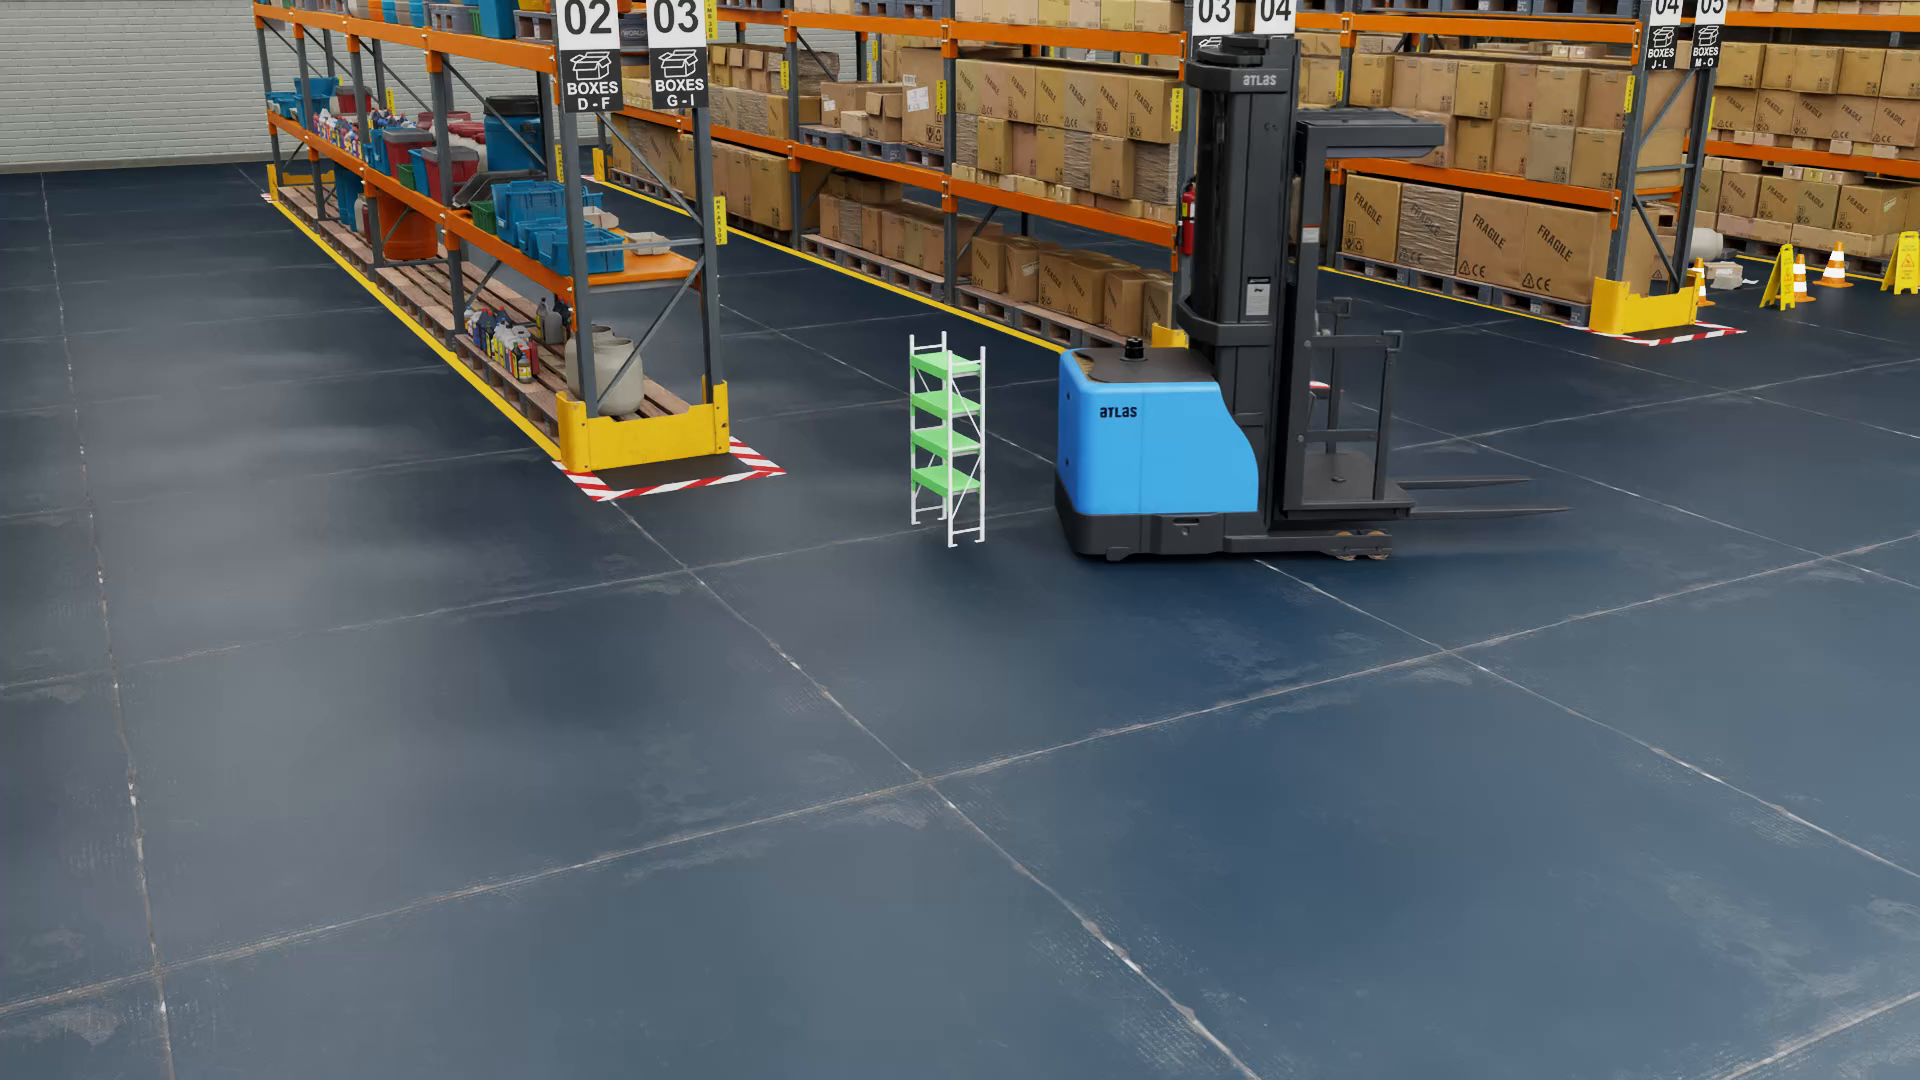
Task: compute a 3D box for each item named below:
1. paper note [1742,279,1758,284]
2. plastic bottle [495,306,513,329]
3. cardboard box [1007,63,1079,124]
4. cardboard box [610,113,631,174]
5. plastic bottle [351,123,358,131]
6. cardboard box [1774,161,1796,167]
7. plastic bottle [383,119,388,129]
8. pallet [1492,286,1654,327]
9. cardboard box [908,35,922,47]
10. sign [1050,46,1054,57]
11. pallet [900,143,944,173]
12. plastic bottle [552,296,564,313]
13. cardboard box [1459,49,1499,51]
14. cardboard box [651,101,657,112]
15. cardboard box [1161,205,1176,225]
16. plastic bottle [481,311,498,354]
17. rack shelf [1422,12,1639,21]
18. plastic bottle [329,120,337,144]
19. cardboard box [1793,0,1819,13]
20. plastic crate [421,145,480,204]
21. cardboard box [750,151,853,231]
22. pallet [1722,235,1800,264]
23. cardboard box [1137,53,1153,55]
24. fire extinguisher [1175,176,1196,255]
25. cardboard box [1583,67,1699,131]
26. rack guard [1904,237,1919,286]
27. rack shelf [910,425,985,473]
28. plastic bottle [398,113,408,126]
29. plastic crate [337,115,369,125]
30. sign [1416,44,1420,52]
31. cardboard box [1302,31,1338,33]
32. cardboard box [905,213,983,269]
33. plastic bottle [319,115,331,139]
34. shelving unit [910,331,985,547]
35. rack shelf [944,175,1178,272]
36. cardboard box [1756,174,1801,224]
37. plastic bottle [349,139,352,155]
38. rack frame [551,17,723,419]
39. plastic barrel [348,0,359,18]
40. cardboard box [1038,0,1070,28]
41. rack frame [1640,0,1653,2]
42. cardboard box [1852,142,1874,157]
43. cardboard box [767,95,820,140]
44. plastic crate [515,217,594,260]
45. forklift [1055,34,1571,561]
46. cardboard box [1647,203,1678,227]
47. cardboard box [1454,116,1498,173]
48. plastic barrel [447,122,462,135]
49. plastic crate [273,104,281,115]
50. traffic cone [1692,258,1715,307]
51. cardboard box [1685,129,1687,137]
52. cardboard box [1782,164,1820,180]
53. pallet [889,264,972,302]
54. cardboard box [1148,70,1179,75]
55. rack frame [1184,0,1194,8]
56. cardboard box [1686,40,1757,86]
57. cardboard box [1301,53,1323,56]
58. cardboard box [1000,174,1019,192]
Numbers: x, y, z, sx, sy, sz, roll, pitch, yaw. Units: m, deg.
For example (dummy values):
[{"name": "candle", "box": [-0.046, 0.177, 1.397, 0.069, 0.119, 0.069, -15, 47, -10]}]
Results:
[{"name": "paper note", "box": [8.725, -2.860, 18.372, 0.142, 0.019, 0.148, 16, 25, 39]}, {"name": "plastic bottle", "box": [-3.909, -1.828, 14.218, 0.144, 0.351, 0.185, -10, 21, -27]}, {"name": "cardboard box", "box": [0.770, -4.118, 15.326, 0.500, 0.500, 0.500, -10, 21, -27]}, {"name": "cardboard box", "box": [-5.019, -6.381, 26.639, 0.875, 0.875, 0.875, -10, 21, -27]}, {"name": "plastic bottle", "box": [-7.025, -4.693, 19.312, 0.061, 0.283, 0.133, -10, 21, -27]}, {"name": "cardboard box", "box": [12.773, -5.666, 24.951, 0.875, 0.625, 0.625, -10, 22, -27]}, {"name": "plastic bottle", "box": [-6.896, -4.939, 20.044, 0.097, 0.271, 0.097, 0, 19, 0]}, {"name": "pallet", "box": [6.169, -2.404, 16.774, 1.003, 0.211, 1.213, -10, 21, -27]}, {"name": "cardboard box", "box": [-0.529, -8.291, 27.419, 0.500, 0.500, 0.500, -11, 22, -28]}, {"name": "sign", "box": [1.405, -7.584, 25.735, 0.100, 0.325, 0.005, -10, 21, -27]}, {"name": "pallet", "box": [0.070, -4.065, 17.606, 1.003, 0.211, 1.213, -10, 21, -27]}, {"name": "plastic bottle", "box": [-3.495, -1.962, 14.605, 0.144, 0.351, 0.185, -11, 22, -28]}, {"name": "cardboard box", "box": [7.587, -6.896, 24.263, 0.500, 0.500, 0.500, -11, 22, -28]}, {"name": "cardboard box", "box": [-4.294, -6.349, 24.319, 0.380, 0.149, 0.250, -10, 21, -26]}, {"name": "cardboard box", "box": [1.887, -2.696, 13.732, 0.380, 0.149, 0.250, -10, 21, -27]}, {"name": "plastic bottle", "box": [-3.947, -1.752, 13.996, 0.144, 0.351, 0.185, -11, 22, -29]}, {"name": "rack shelf", "box": [8.076, -7.100, 22.614, 1.077, 0.370, 4.000, -10, 21, -27]}, {"name": "plastic bottle", "box": [-7.419, -4.860, 19.807, 0.152, 0.276, 0.135, -10, 21, -27]}, {"name": "cardboard box", "box": [9.741, -6.092, 18.975, 0.380, 0.149, 0.250, -10, 22, -27]}, {"name": "plastic crate", "box": [-4.554, -3.268, 14.906, 0.402, 0.464, 0.583, -10, 21, -27]}, {"name": "cardboard box", "box": [-1.904, -4.457, 21.063, 1.225, 0.875, 0.875, -11, 22, -29]}, {"name": "pallet", "box": [9.959, -3.592, 20.218, 1.003, 0.211, 1.213, -10, 21, -27]}, {"name": "cardboard box", "box": [3.556, -9.084, 30.172, 0.500, 0.500, 0.500, -11, 22, -28]}, {"name": "fire extinguisher", "box": [1.853, -2.624, 13.257, 0.296, 0.674, 0.183, -10, 21, -27]}, {"name": "cardboard box", "box": [6.475, -4.198, 15.814, 0.875, 0.550, 0.550, -10, 21, -27]}, {"name": "rack guard", "box": [10.889, -3.140, 18.466, 1.175, 0.500, 0.348, -10, 21, -27]}, {"name": "rack shelf", "box": [-0.079, -0.554, 10.094, 0.258, 0.148, 0.480, -10, 21, -27]}, {"name": "plastic bottle", "box": [-6.606, -4.890, 19.780, 0.144, 0.351, 0.185, -10, 21, -27]}, {"name": "plastic crate", "box": [-7.948, -5.502, 21.791, 0.396, 0.136, 0.243, -10, 21, -27]}, {"name": "sign", "box": [6.640, -7.057, 24.209, 0.100, 0.325, 0.005, -10, 21, -27]}, {"name": "cardboard box", "box": [5.912, -8.028, 27.112, 0.500, 0.500, 0.500, -10, 21, -26]}, {"name": "cardboard box", "box": [-0.178, -3.259, 18.136, 0.700, 0.500, 0.500, -10, 21, -27]}, {"name": "plastic bottle", "box": [-7.795, -5.087, 20.466, 0.152, 0.276, 0.135, -10, 21, -27]}, {"name": "shelving unit", "box": [-0.079, -0.615, 10.073, 0.258, 1.200, 0.503, -10, 21, -27]}, {"name": "rack shelf", "box": [1.254, -2.999, 15.327, 1.077, 0.370, 4.000, -10, 21, -27]}, {"name": "cardboard box", "box": [9.831, -4.038, 19.658, 0.500, 0.500, 0.500, -11, 22, -28]}, {"name": "plastic bottle", "box": [-6.808, -4.437, 18.695, 0.097, 0.201, 0.097, 0, 19, 0]}, {"name": "rack frame", "box": [-2.155, -1.998, 11.323, 1.000, 3.000, 0.127, -10, 21, -27]}, {"name": "plastic barrel", "box": [-6.076, -5.629, 17.075, 0.421, 0.512, 0.421, 0, 19, 0]}, {"name": "cardboard box", "box": [1.033, -4.646, 14.629, 0.500, 0.250, 0.500, -10, 22, -28]}, {"name": "rack frame", "box": [6.617, -6.340, 14.710, 1.000, 3.000, 0.127, -10, 21, -27]}, {"name": "cardboard box", "box": [10.239, -4.388, 18.635, 0.380, 0.149, 0.250, -10, 22, -28]}, {"name": "cardboard box", "box": [-2.047, -5.212, 20.485, 0.500, 0.500, 0.500, -9, 21, -25]}, {"name": "plastic crate", "box": [-2.959, -2.212, 12.172, 0.499, 0.251, 0.408, -10, 21, -27]}, {"name": "forklift", "box": [2.142, -1.435, 9.798, 3.031, 2.935, 1.130, -1, 19, -4]}, {"name": "cardboard box", "box": [9.069, -4.136, 21.090, 0.500, 0.250, 0.500, -11, 22, -29]}, {"name": "cardboard box", "box": [5.677, -4.155, 17.345, 0.875, 0.550, 0.500, -10, 21, -27]}, {"name": "plastic barrel", "box": [-5.077, -3.964, 16.850, 0.421, 0.512, 0.421, 0, 19, 0]}, {"name": "plastic crate", "box": [-9.524, -6.073, 23.445, 0.250, 0.136, 0.298, -10, 21, -27]}, {"name": "traffic cone", "box": [7.615, -2.678, 17.182, 0.336, 0.463, 0.334, -10, 21, -27]}, {"name": "cardboard box", "box": [9.059, -5.125, 20.771, 0.380, 0.149, 0.250, -9, 21, -25]}, {"name": "cardboard box", "box": [9.842, -4.293, 19.402, 0.380, 0.149, 0.250, -9, 21, -24]}, {"name": "pallet", "box": [-0.066, -2.819, 17.976, 1.003, 0.211, 1.213, -10, 21, -27]}, {"name": "cardboard box", "box": [1.951, -3.770, 14.317, 0.500, 0.500, 0.500, -10, 21, -27]}, {"name": "rack frame", "box": [2.204, -5.601, 12.568, 1.000, 3.000, 0.127, -10, 21, -27]}, {"name": "cardboard box", "box": [9.267, -5.799, 20.196, 0.700, 0.500, 0.500, -10, 21, -26]}, {"name": "cardboard box", "box": [3.991, -5.607, 20.095, 0.700, 0.500, 0.500, -10, 21, -26]}, {"name": "cardboard box", "box": [0.602, -3.397, 15.762, 0.380, 0.149, 0.250, -10, 21, -27]}]
